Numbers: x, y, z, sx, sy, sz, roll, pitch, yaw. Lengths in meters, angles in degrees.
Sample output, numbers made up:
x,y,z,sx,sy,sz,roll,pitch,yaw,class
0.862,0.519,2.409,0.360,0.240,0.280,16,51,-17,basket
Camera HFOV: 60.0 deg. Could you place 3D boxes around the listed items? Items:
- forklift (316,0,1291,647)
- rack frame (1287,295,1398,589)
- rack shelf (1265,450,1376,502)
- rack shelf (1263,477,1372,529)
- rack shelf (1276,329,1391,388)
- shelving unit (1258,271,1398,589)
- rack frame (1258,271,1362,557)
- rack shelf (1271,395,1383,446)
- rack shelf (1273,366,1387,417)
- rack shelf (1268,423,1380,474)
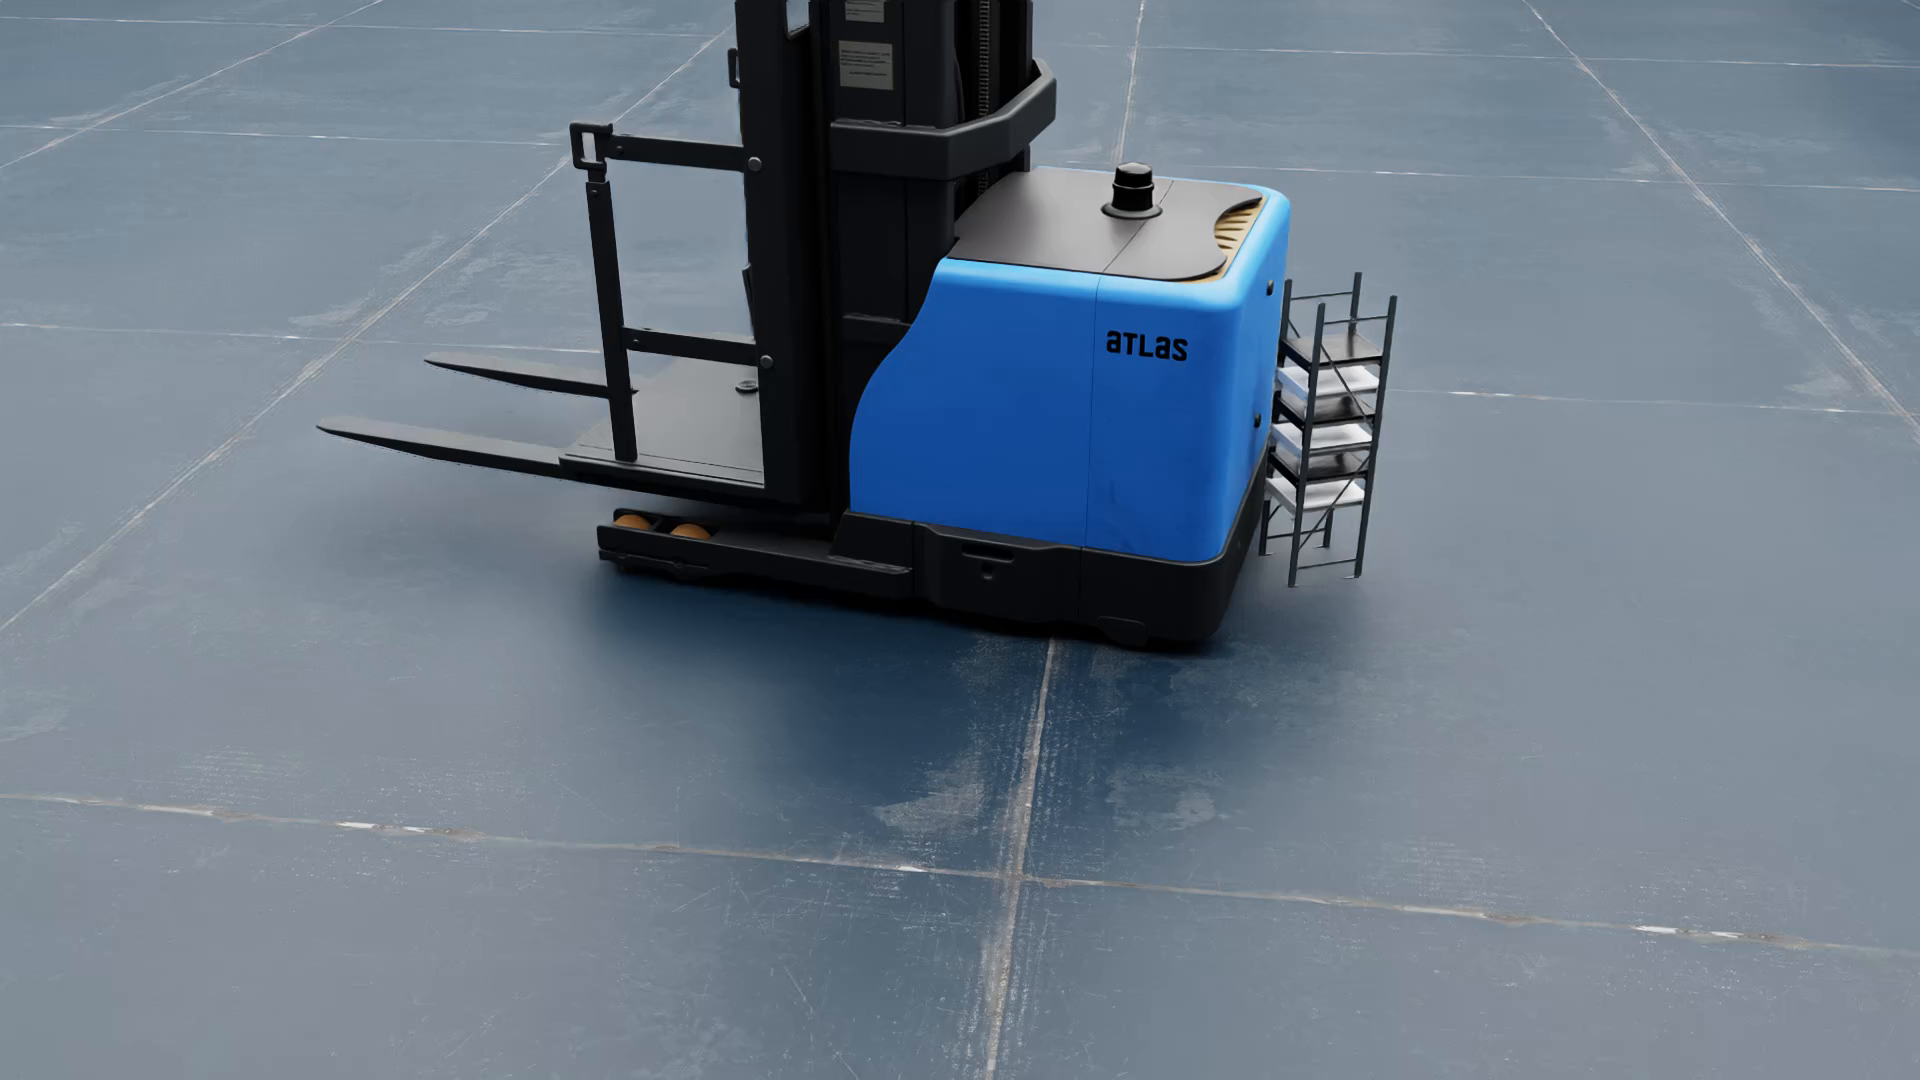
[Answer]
x,y,z,sx,sy,sz,roll,pitch,yaw,class
-0.583,-1.396,4.751,3.031,2.935,1.130,9,30,16,forklift
1.098,-0.268,4.798,0.240,0.900,0.006,-8,29,-14,rack frame
1.069,-0.205,4.943,0.258,0.077,0.200,-8,29,-14,rack shelf
1.069,-0.126,4.985,0.258,0.077,0.200,-8,29,-14,rack shelf
1.069,-0.522,4.772,0.258,0.077,0.200,-8,29,-14,rack shelf
1.069,-0.314,4.884,0.258,0.900,0.210,-8,29,-14,shelving unit
1.041,-0.360,4.970,0.240,0.900,0.006,-8,29,-14,rack frame
1.069,-0.364,4.857,0.258,0.077,0.200,-8,29,-14,rack shelf
1.069,-0.443,4.814,0.258,0.077,0.200,-8,29,-14,rack shelf
1.069,-0.285,4.900,0.258,0.077,0.200,-8,29,-14,rack shelf
